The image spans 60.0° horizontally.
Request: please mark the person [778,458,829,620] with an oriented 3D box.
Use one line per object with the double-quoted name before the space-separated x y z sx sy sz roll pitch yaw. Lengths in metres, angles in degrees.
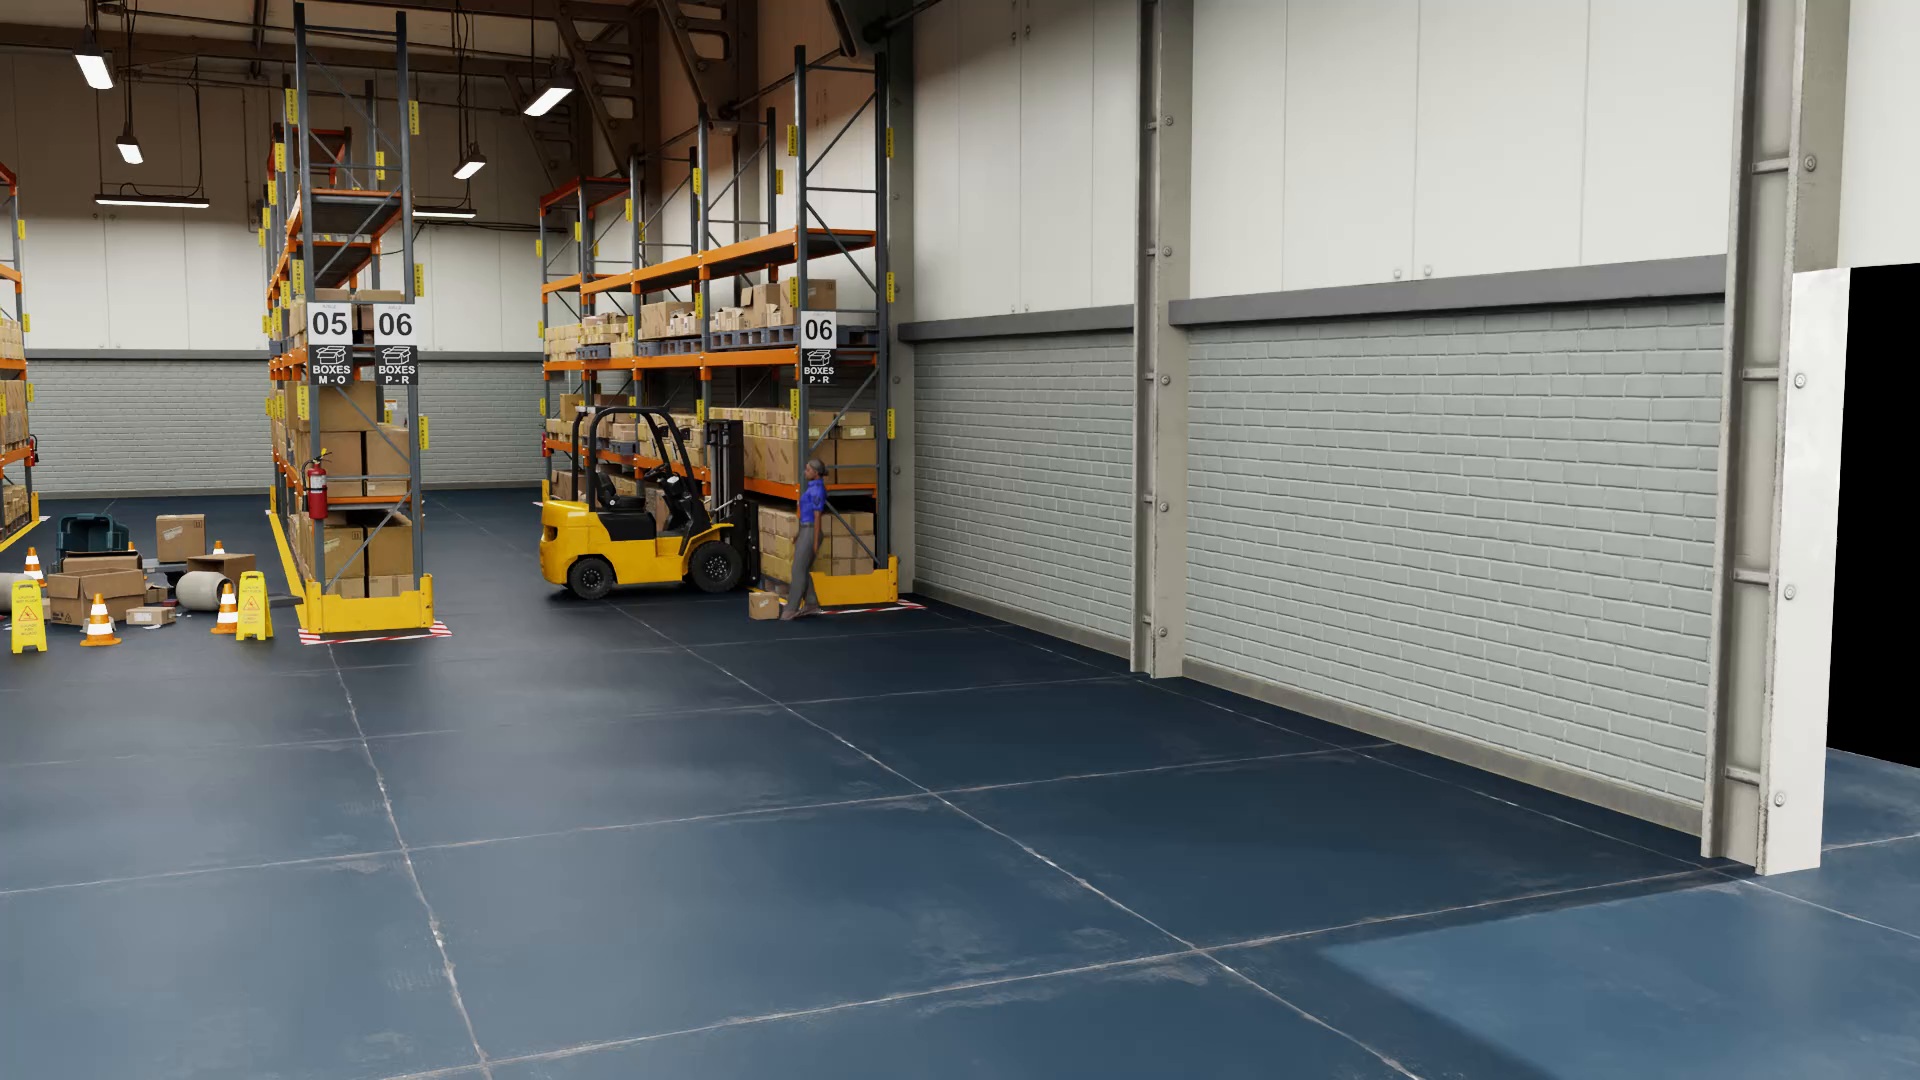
"person" -1.635 0.018 17.175 0.581 1.731 0.489 0 6 -3
